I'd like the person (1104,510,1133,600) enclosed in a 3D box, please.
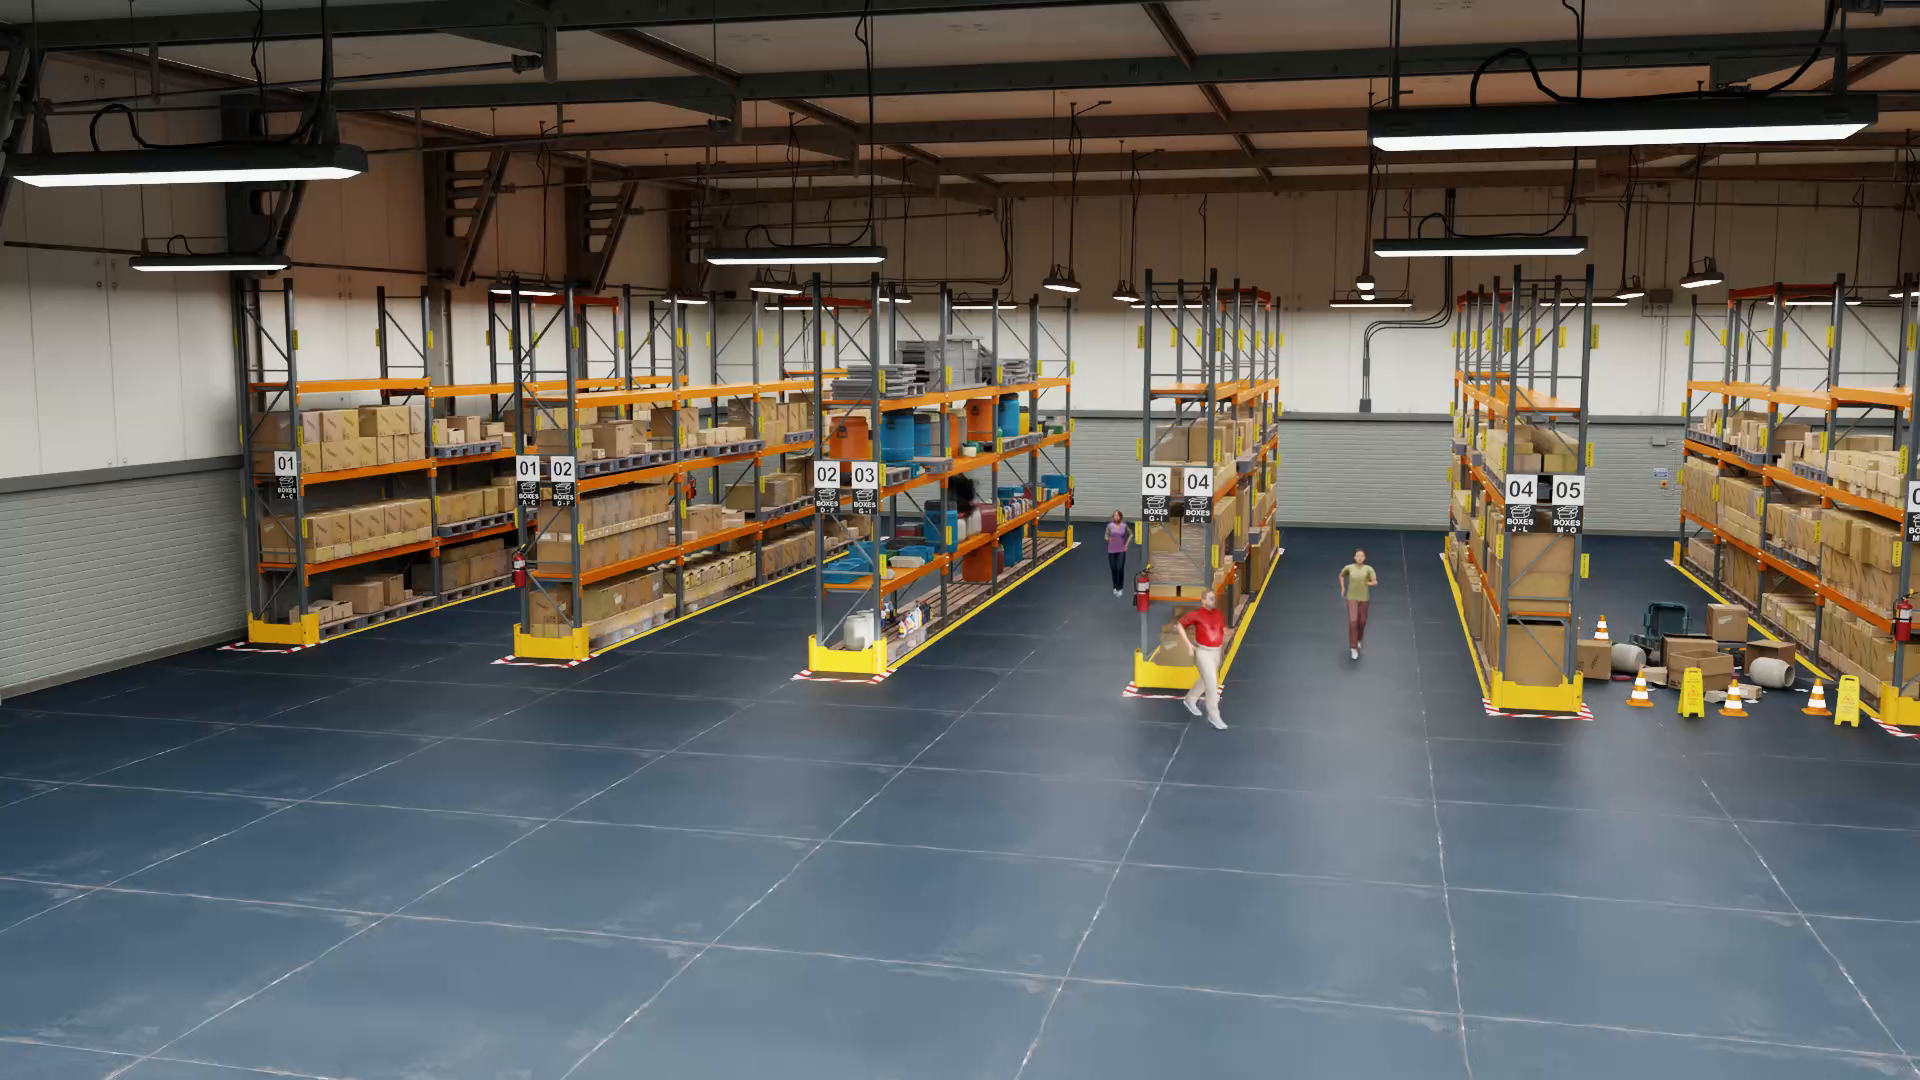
[{"bbox_3d":[2.897,0.272,30.602,0.515,1.653,0.623,1,7,12],"label":"person"}]

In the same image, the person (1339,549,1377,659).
[{"bbox_3d":[6.353,0.981,26.548,0.548,1.703,0.873,1,7,5],"label":"person"}]

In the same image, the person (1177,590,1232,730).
[{"bbox_3d":[3.230,1.534,21.784,0.646,1.772,0.889,-6,9,-41],"label":"person"}]
